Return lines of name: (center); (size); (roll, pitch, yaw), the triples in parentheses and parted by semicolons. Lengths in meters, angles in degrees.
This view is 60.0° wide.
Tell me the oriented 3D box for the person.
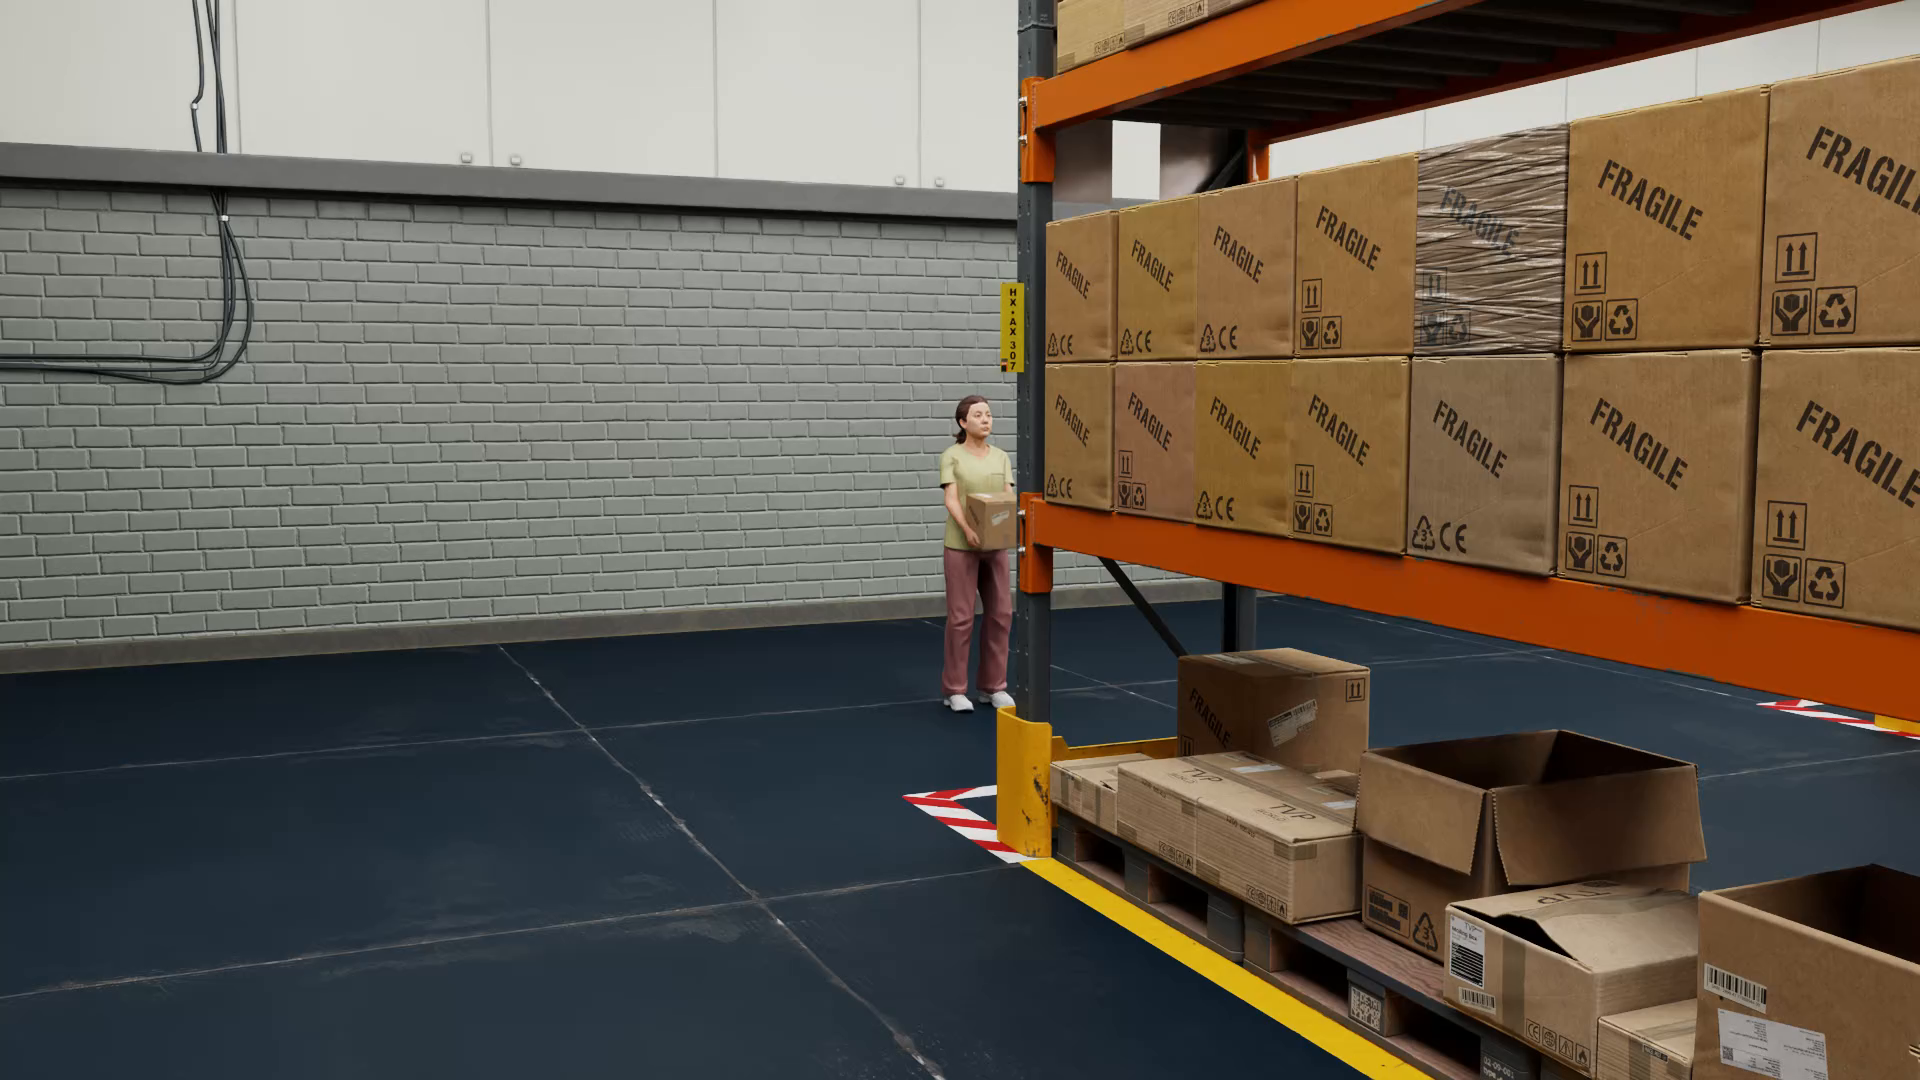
person: (0.118, 0.067, 8.805); (0.431, 1.664, 0.550); (-2, 6, -24)
